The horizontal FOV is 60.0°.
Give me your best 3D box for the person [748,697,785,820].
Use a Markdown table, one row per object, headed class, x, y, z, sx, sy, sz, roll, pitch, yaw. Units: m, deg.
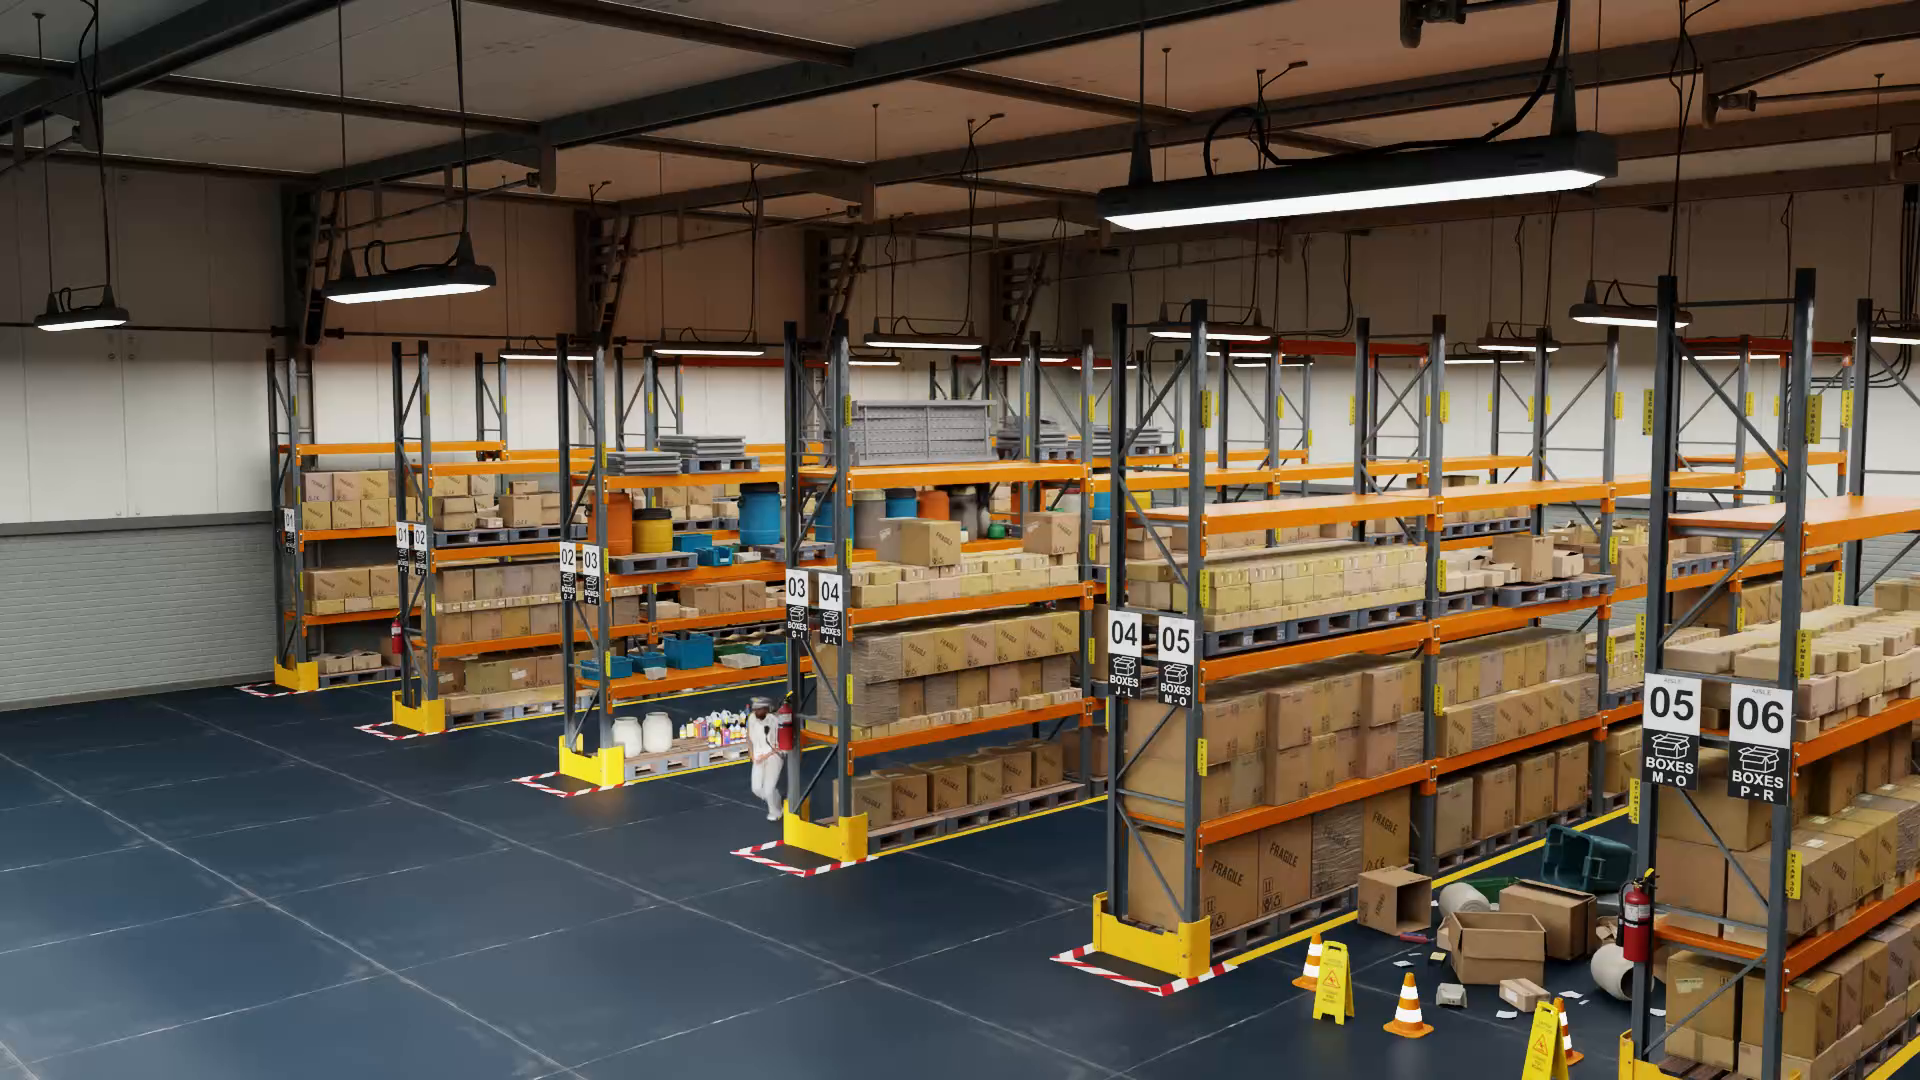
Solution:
| class | x | y | z | sx | sy | sz | roll | pitch | yaw |
| --- | --- | --- | --- | --- | --- | --- | --- | --- | --- |
| person | -2.369 | 2.638 | 20.105 | 0.595 | 1.562 | 0.628 | 2 | 6 | 26 |
